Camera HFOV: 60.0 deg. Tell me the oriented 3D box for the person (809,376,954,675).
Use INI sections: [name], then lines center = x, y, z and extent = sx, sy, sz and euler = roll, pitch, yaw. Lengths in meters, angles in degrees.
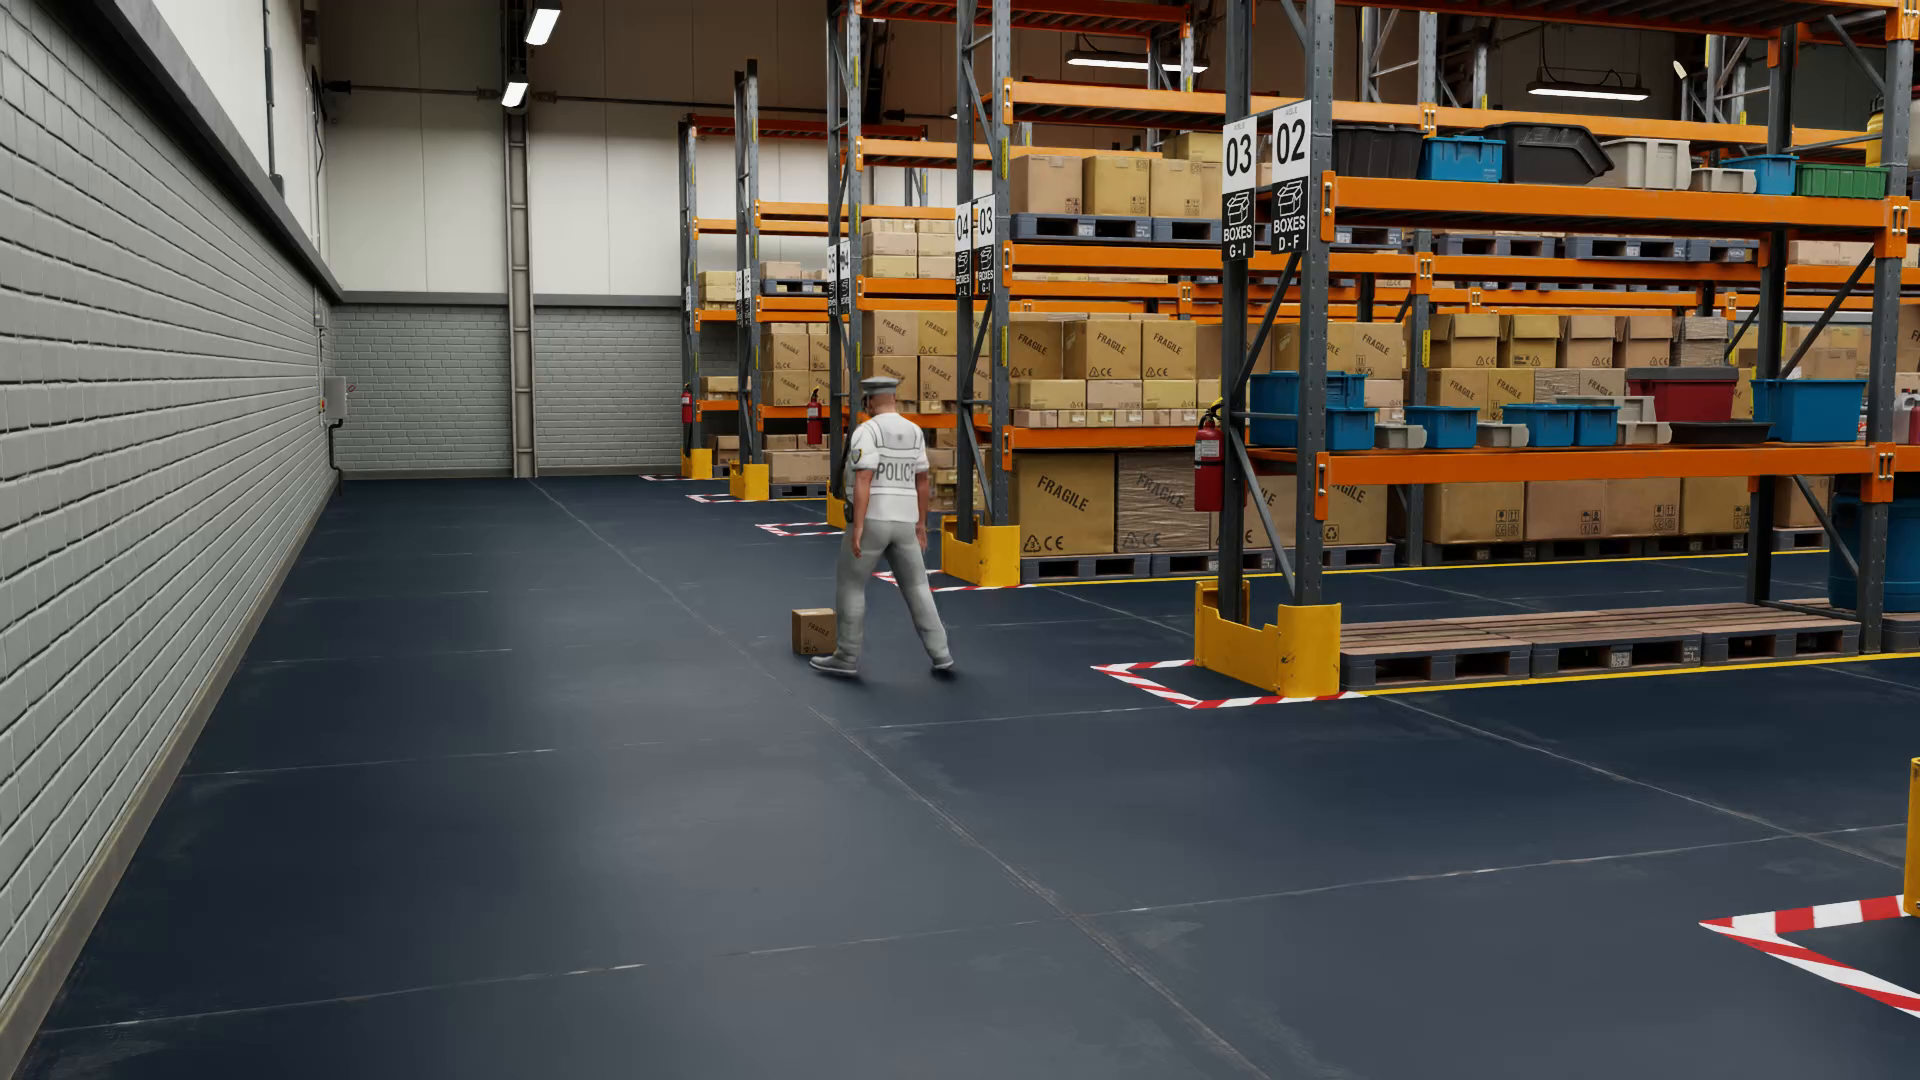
[person]
center = -0.418, -0.087, 9.654
extent = 0.701, 1.723, 0.705
euler = -5, 8, -41
